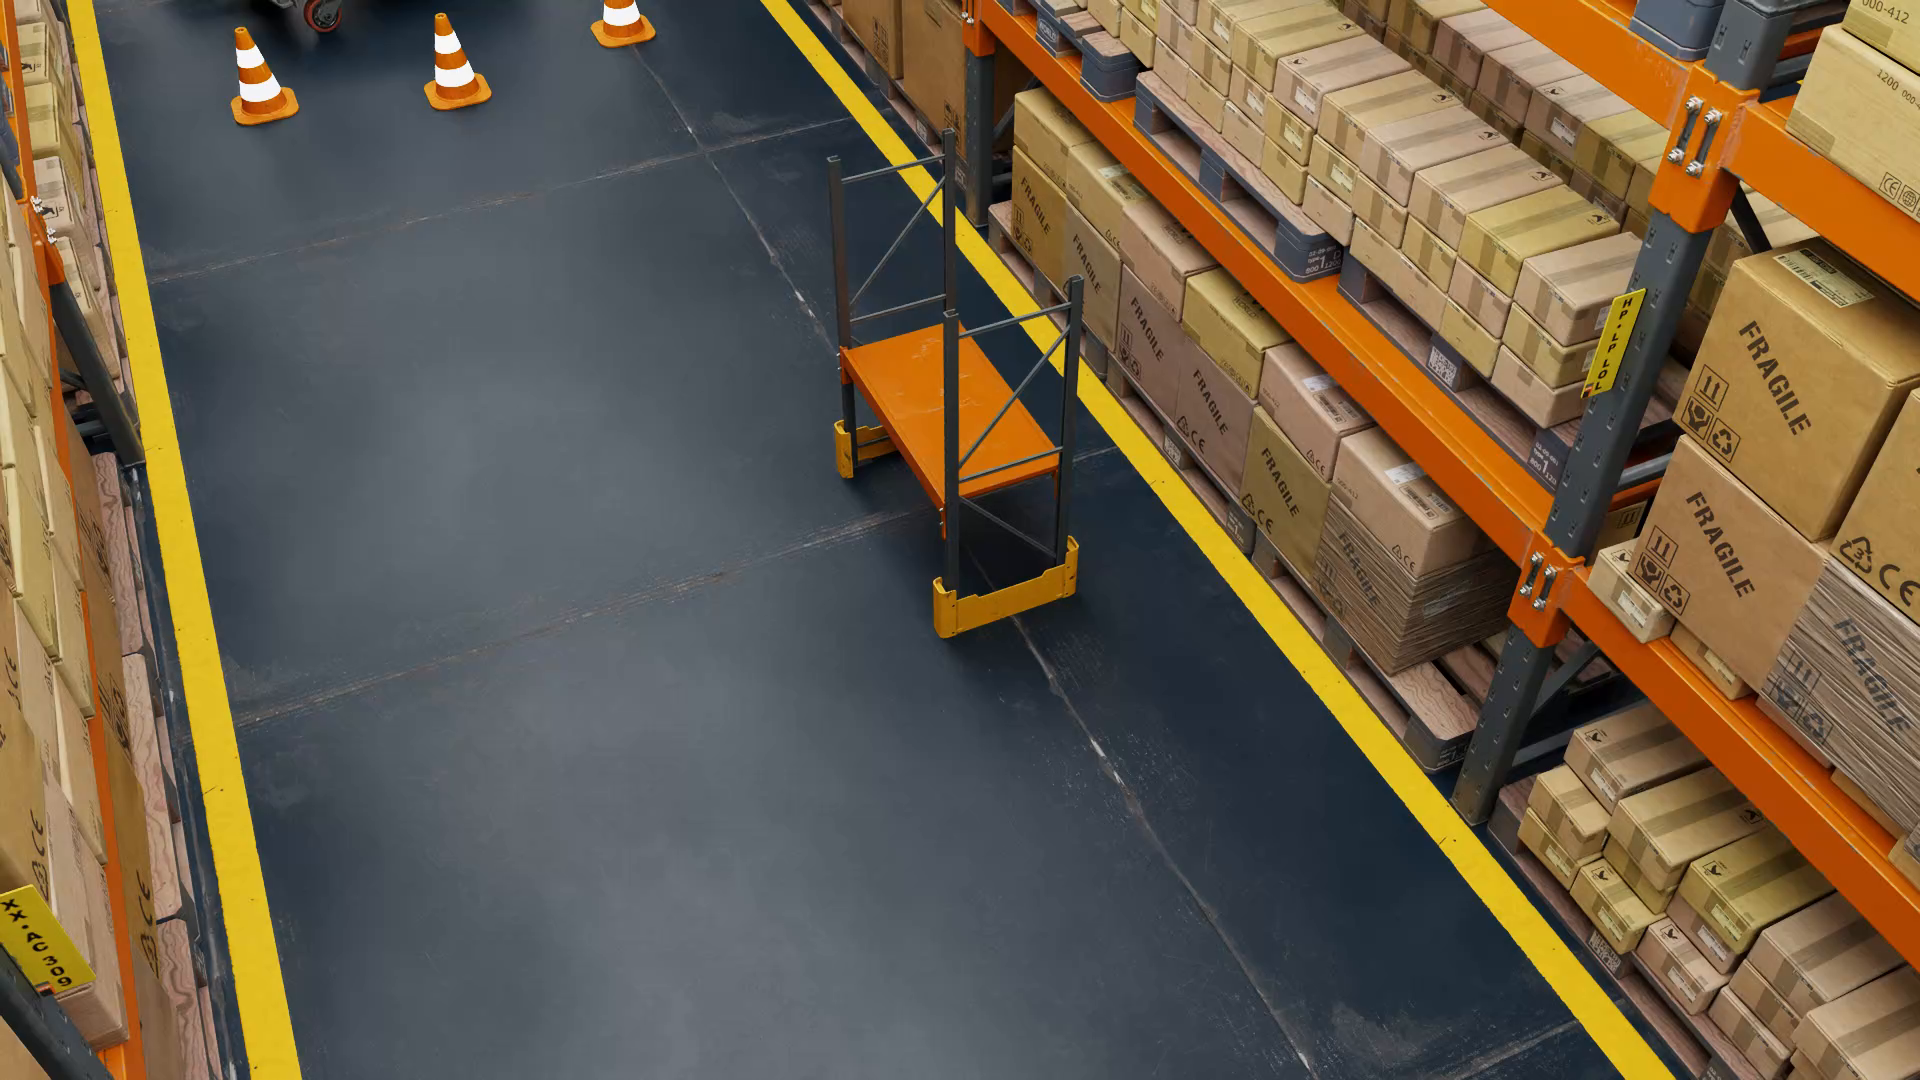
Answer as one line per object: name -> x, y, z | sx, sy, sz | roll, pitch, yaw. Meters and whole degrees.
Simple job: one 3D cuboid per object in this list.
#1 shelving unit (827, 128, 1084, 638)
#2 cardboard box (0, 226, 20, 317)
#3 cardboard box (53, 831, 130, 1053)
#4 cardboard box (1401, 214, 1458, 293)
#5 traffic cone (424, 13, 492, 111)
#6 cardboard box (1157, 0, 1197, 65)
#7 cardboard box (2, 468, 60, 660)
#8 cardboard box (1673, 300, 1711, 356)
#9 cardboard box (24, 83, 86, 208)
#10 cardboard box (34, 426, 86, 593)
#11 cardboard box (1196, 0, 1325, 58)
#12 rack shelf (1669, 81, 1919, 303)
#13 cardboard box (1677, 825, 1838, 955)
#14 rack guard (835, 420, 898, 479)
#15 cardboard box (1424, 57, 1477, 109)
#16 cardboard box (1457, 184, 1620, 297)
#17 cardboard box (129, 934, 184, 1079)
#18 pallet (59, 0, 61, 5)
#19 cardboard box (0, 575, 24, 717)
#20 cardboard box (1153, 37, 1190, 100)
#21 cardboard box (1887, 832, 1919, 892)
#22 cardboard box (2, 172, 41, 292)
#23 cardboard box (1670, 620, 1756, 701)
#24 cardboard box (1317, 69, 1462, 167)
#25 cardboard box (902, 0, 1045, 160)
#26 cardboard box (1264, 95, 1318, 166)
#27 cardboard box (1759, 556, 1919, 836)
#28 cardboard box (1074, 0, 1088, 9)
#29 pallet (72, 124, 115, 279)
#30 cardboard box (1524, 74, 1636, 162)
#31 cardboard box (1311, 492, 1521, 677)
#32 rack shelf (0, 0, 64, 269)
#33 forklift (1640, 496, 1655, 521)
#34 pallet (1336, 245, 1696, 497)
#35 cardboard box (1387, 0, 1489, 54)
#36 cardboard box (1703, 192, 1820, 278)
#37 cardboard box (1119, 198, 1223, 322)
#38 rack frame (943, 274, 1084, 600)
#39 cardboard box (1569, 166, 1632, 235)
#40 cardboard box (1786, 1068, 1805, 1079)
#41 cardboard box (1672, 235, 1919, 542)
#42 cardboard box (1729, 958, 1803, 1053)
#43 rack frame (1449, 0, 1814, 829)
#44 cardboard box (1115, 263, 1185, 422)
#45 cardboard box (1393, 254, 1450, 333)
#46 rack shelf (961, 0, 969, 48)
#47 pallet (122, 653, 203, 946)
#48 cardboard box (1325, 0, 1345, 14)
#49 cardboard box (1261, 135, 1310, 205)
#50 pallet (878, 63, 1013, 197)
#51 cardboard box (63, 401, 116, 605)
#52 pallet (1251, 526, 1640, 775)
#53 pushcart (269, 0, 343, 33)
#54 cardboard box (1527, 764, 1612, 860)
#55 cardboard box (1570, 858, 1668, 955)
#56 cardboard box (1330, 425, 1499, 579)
shelving unit -> -0.032, -0.582, 6.272 | 0.587, 1.500, 1.083 | -18, 47, -17
cardboard box -> -3.287, -0.847, 5.223 | 0.500, 0.250, 0.500 | -19, 48, -18
cardboard box -> -2.204, 0.963, 3.745 | 0.500, 0.250, 0.500 | -19, 48, -18
cardboard box -> 1.630, -0.946, 5.241 | 0.380, 0.149, 0.250 | -16, 47, -16
traffic cone -> -2.801, -2.661, 9.118 | 0.336, 0.463, 0.334 | -18, 47, -17
cardboard box -> 0.971, -1.945, 6.254 | 0.380, 0.149, 0.250 | -18, 47, -17
cardboard box -> -2.620, 0.126, 4.237 | 0.500, 0.250, 0.500 | -17, 47, -17
cardboard box -> 2.442, -0.706, 5.209 | 0.380, 0.149, 0.250 | -20, 48, -19
cardboard box -> -4.800, -1.811, 8.022 | 0.950, 0.372, 0.625 | -17, 47, -16
cardboard box -> -2.826, -0.019, 4.741 | 0.500, 0.250, 0.500 | -19, 48, -18
cardboard box -> 1.081, -1.891, 5.987 | 0.380, 0.149, 0.250 | -17, 47, -16
rack shelf -> 3.031, 0.204, 2.784 | 1.077, 0.370, 4.000 | -18, 47, -17
cardboard box -> 2.360, 1.015, 4.893 | 0.380, 0.149, 0.250 | -19, 48, -18
rack guard -> -0.241, -0.455, 7.033 | 0.587, 0.250, 0.087 | -18, 47, -17
cardboard box -> 1.886, -1.646, 5.951 | 0.380, 0.149, 0.250 | -19, 48, -18
cardboard box -> 1.731, -0.900, 4.982 | 0.380, 0.149, 0.250 | -19, 48, -19
cardboard box -> -2.592, 1.503, 4.305 | 0.875, 0.875, 0.875 | -17, 47, -16
pallet -> -5.937, -3.255, 9.899 | 1.003, 0.211, 1.213 | -18, 47, -17
cardboard box -> -2.422, 0.195, 3.634 | 0.500, 0.500, 0.500 | -18, 47, -18
cardboard box -> 0.969, -1.840, 6.359 | 0.380, 0.149, 0.250 | -17, 47, -16
cardboard box -> 2.504, 0.760, 4.023 | 0.380, 0.149, 0.250 | -17, 47, -17
cardboard box -> -3.492, -0.982, 5.717 | 0.500, 0.250, 0.500 | -20, 48, -19
cardboard box -> 2.189, 0.251, 4.539 | 0.380, 0.149, 0.250 | -17, 47, -16
cardboard box -> 1.413, -1.390, 5.479 | 0.380, 0.149, 0.250 | -19, 48, -19
cardboard box -> 0.334, -2.571, 8.523 | 1.050, 0.750, 0.750 | -19, 48, -18
cardboard box -> 1.286, -1.459, 5.761 | 0.380, 0.149, 0.250 | -18, 47, -17
cardboard box -> 2.384, 0.303, 4.024 | 0.500, 0.500, 0.500 | -18, 47, -17
cardboard box -> 0.626, -2.352, 6.878 | 0.380, 0.149, 0.250 | -16, 47, -15
pallet -> -4.777, -1.564, 8.184 | 1.003, 0.211, 1.213 | -18, 47, -17
cardboard box -> 2.111, -1.417, 5.507 | 0.380, 0.149, 0.250 | -19, 48, -18
cardboard box -> 1.651, 0.084, 6.009 | 0.500, 0.500, 0.500 | -19, 48, -18
rack shelf -> -4.781, -2.300, 7.457 | 1.077, 0.370, 4.000 | -18, 47, -17
forklift -> 3.266, -1.279, 5.960 | 1.130, 2.935, 3.031 | -19, 48, -18
pallet -> 2.001, -0.720, 5.481 | 1.003, 0.211, 1.213 | -18, 47, -17
cardboard box -> 1.781, -1.912, 6.008 | 0.380, 0.149, 0.250 | -17, 47, -16
cardboard box -> 2.442, -0.917, 5.000 | 0.380, 0.149, 0.250 | -16, 47, -15
cardboard box -> 0.988, -1.181, 6.758 | 0.500, 0.250, 0.500 | -18, 47, -17
rack frame -> 0.178, -0.264, 5.950 | 0.500, 1.500, 0.032 | -18, 47, -17
cardboard box -> 2.222, -1.140, 5.438 | 0.380, 0.149, 0.250 | -17, 47, -16
cardboard box -> 2.612, 1.554, 4.770 | 0.380, 0.149, 0.250 | -20, 48, -19
cardboard box -> 2.159, -0.396, 4.021 | 0.500, 0.500, 0.500 | -17, 47, -16
cardboard box -> 2.486, 1.279, 4.838 | 0.380, 0.149, 0.250 | -20, 48, -19
rack frame -> 2.190, -0.259, 4.876 | 1.000, 3.000, 0.127 | -18, 47, -17
cardboard box -> 1.009, -0.896, 7.003 | 0.500, 0.500, 0.500 | -19, 48, -18
cardboard box -> 1.631, -0.838, 5.344 | 0.380, 0.149, 0.250 | -18, 47, -18
rack shelf -> -0.332, -3.826, 9.004 | 1.077, 0.370, 4.000 | -18, 47, -17
pallet -> -3.168, 1.012, 5.574 | 1.003, 0.211, 1.213 | -18, 47, -17
cardboard box -> 1.563, -2.138, 6.449 | 0.380, 0.149, 0.250 | -18, 47, -18
cardboard box -> 1.293, -1.343, 5.855 | 0.380, 0.149, 0.250 | -16, 47, -16
pallet -> 0.245, -2.340, 8.971 | 1.003, 0.211, 1.213 | -18, 47, -17
cardboard box -> -3.725, -0.210, 6.041 | 0.875, 0.875, 0.875 | -18, 48, -18
pallet -> 1.862, 0.238, 6.358 | 1.003, 0.211, 1.213 | -18, 47, -17
pushcart -> -3.575, -3.602, 10.132 | 1.648, 0.377, 0.936 | -35, 54, -30
cardboard box -> 2.052, 0.826, 5.296 | 0.380, 0.149, 0.250 | -16, 47, -16
cardboard box -> 2.164, 1.103, 5.227 | 0.380, 0.149, 0.250 | -17, 47, -16
cardboard box -> 1.648, -0.185, 5.749 | 0.500, 0.250, 0.500 | -19, 48, -18
